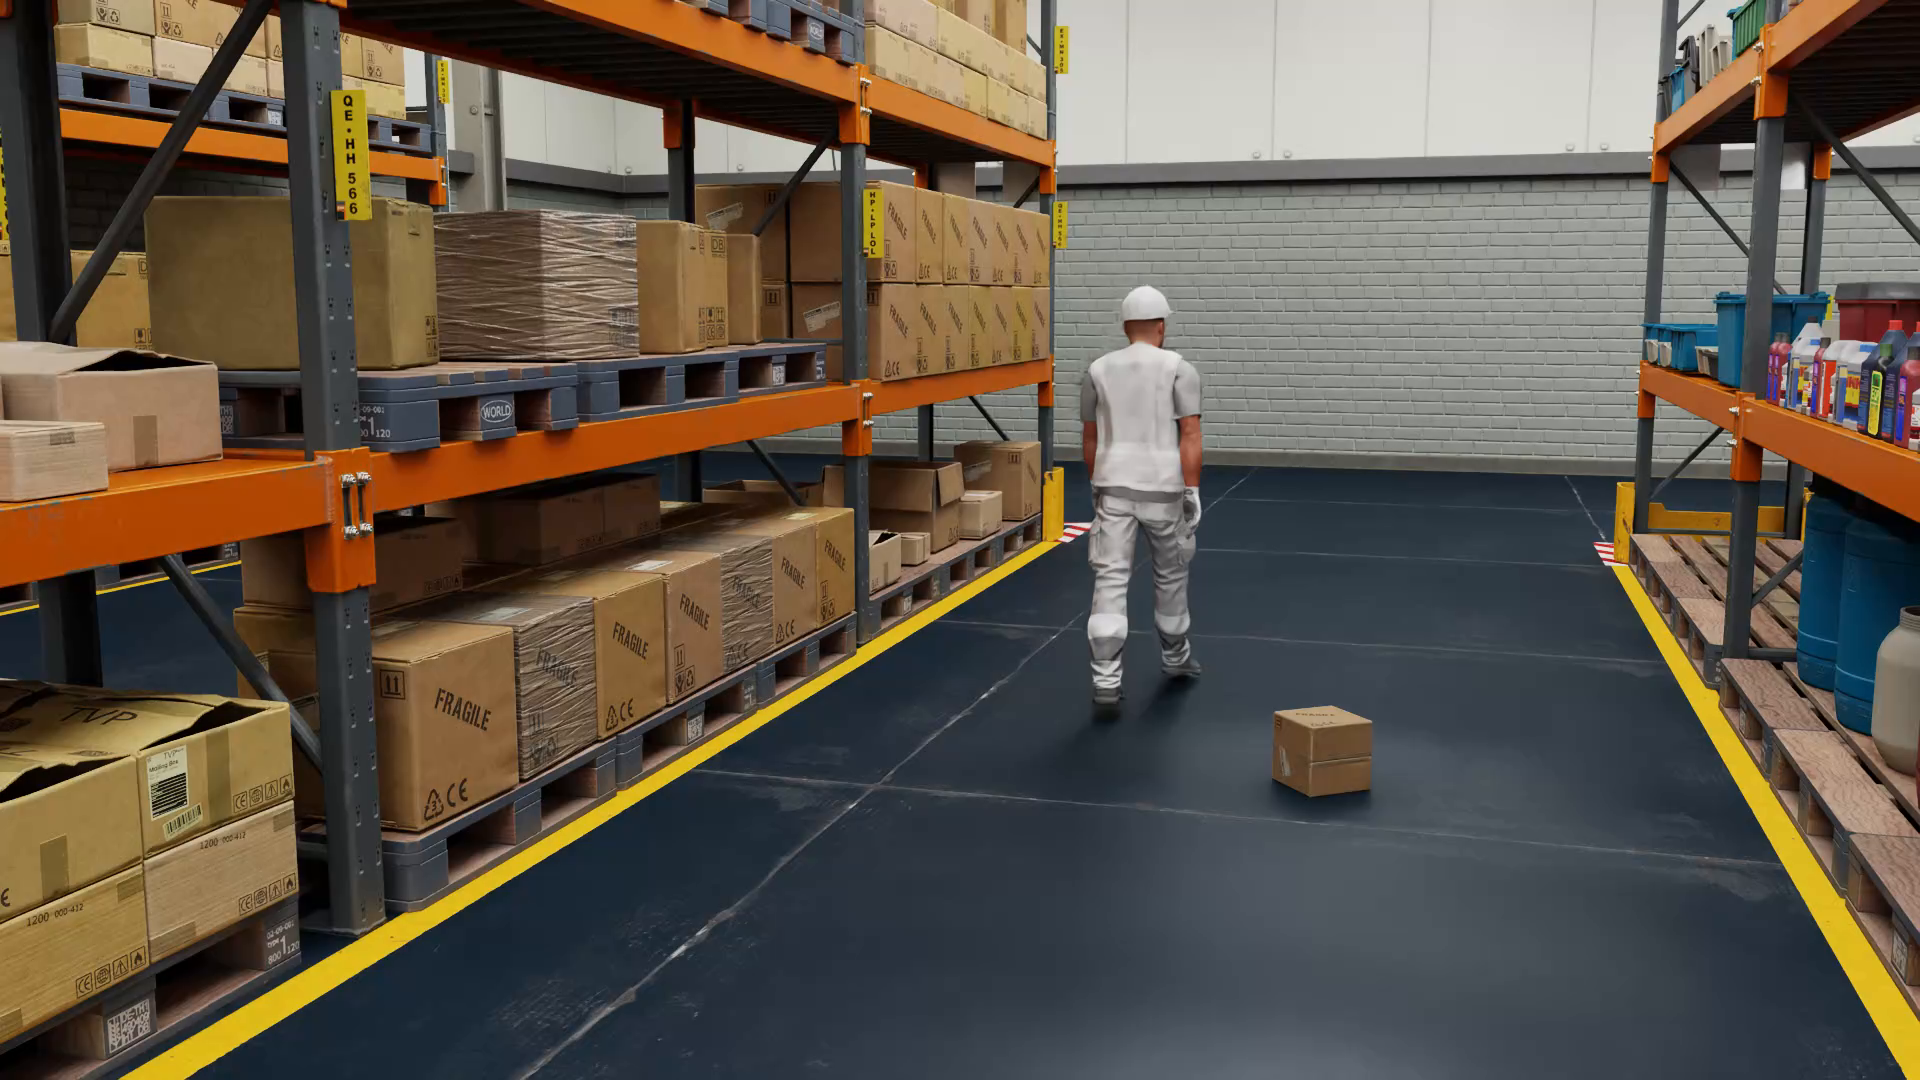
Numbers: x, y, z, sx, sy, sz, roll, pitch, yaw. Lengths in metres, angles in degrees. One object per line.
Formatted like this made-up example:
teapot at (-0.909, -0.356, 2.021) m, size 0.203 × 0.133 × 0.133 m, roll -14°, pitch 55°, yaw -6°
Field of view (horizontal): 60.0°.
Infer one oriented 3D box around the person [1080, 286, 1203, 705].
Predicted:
person at (0.785, -0.207, 7.133) m, size 0.559 × 1.745 × 1.010 m, roll 3°, pitch 9°, yaw 17°
